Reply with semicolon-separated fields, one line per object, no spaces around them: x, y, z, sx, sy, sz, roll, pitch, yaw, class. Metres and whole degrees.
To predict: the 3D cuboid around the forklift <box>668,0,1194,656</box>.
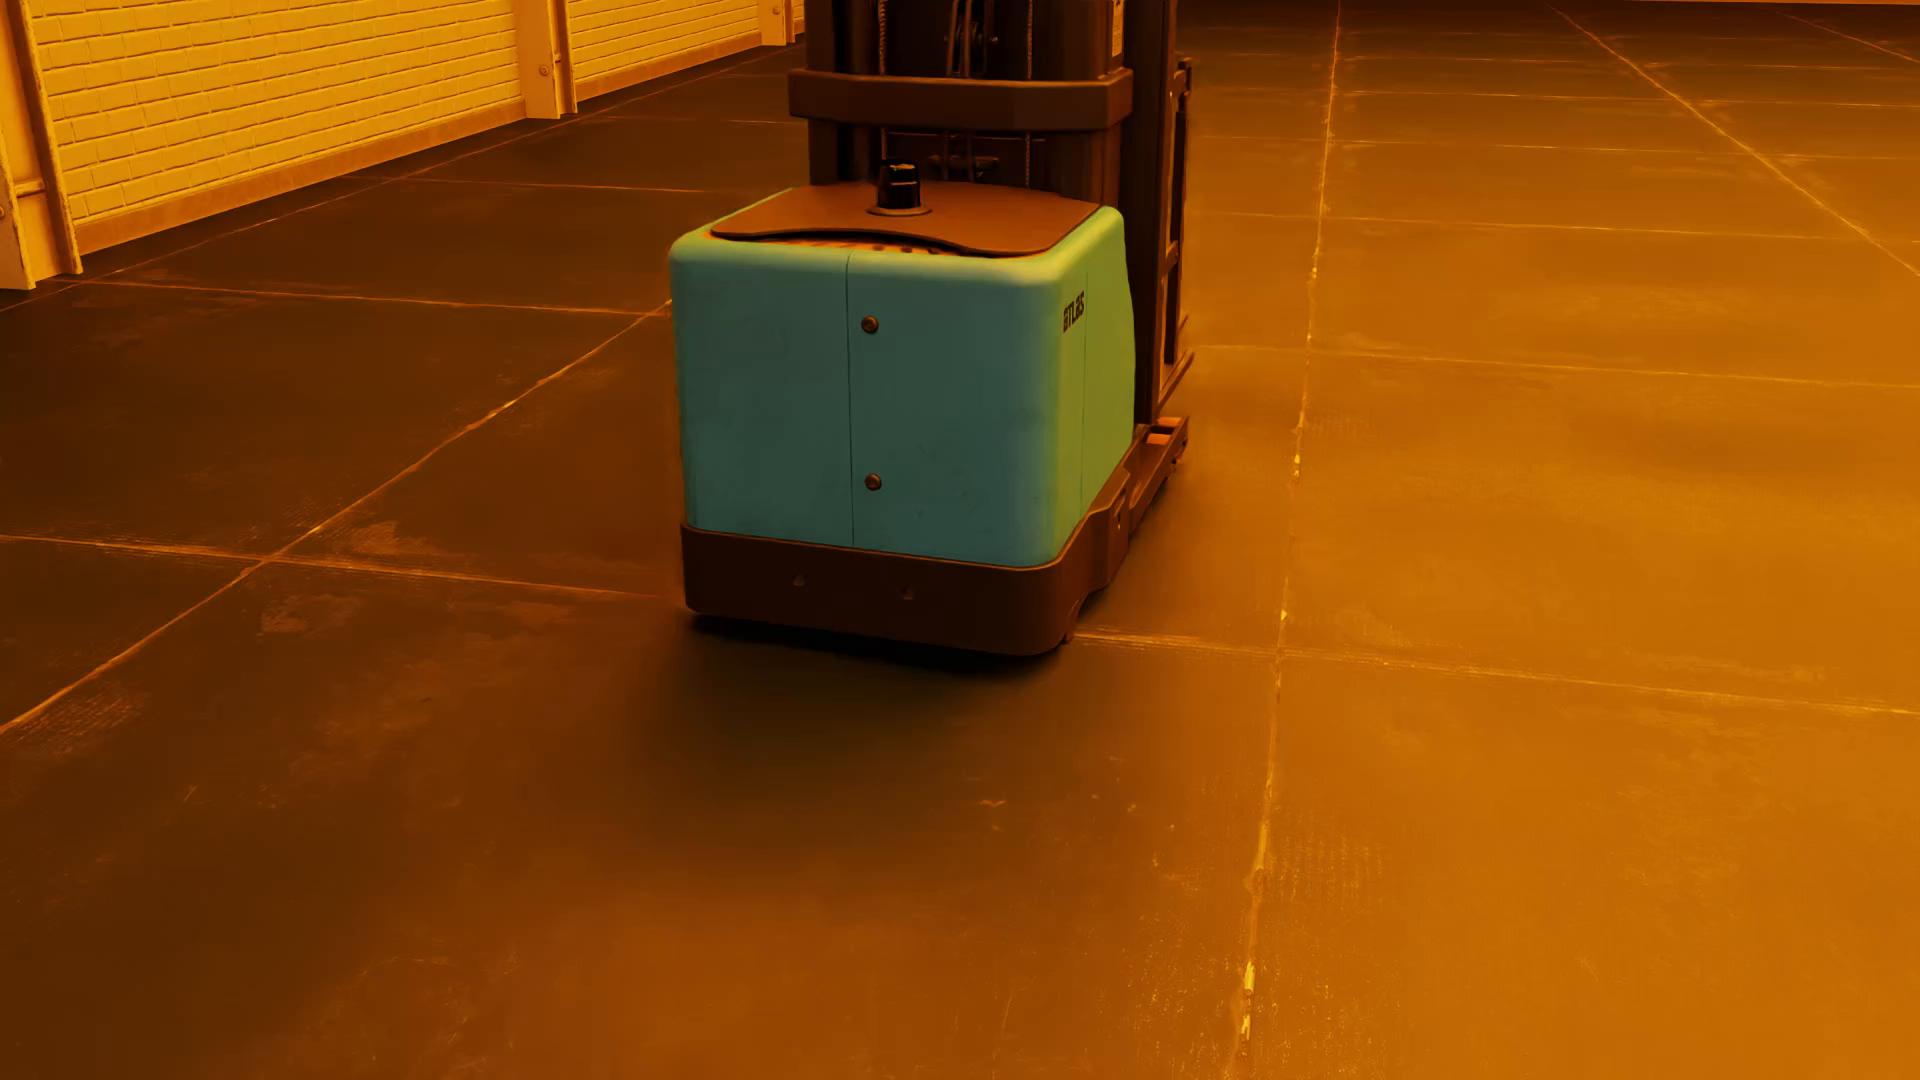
0.169;-1.589;5.164;1.130;2.935;3.031;7;23;16;forklift
